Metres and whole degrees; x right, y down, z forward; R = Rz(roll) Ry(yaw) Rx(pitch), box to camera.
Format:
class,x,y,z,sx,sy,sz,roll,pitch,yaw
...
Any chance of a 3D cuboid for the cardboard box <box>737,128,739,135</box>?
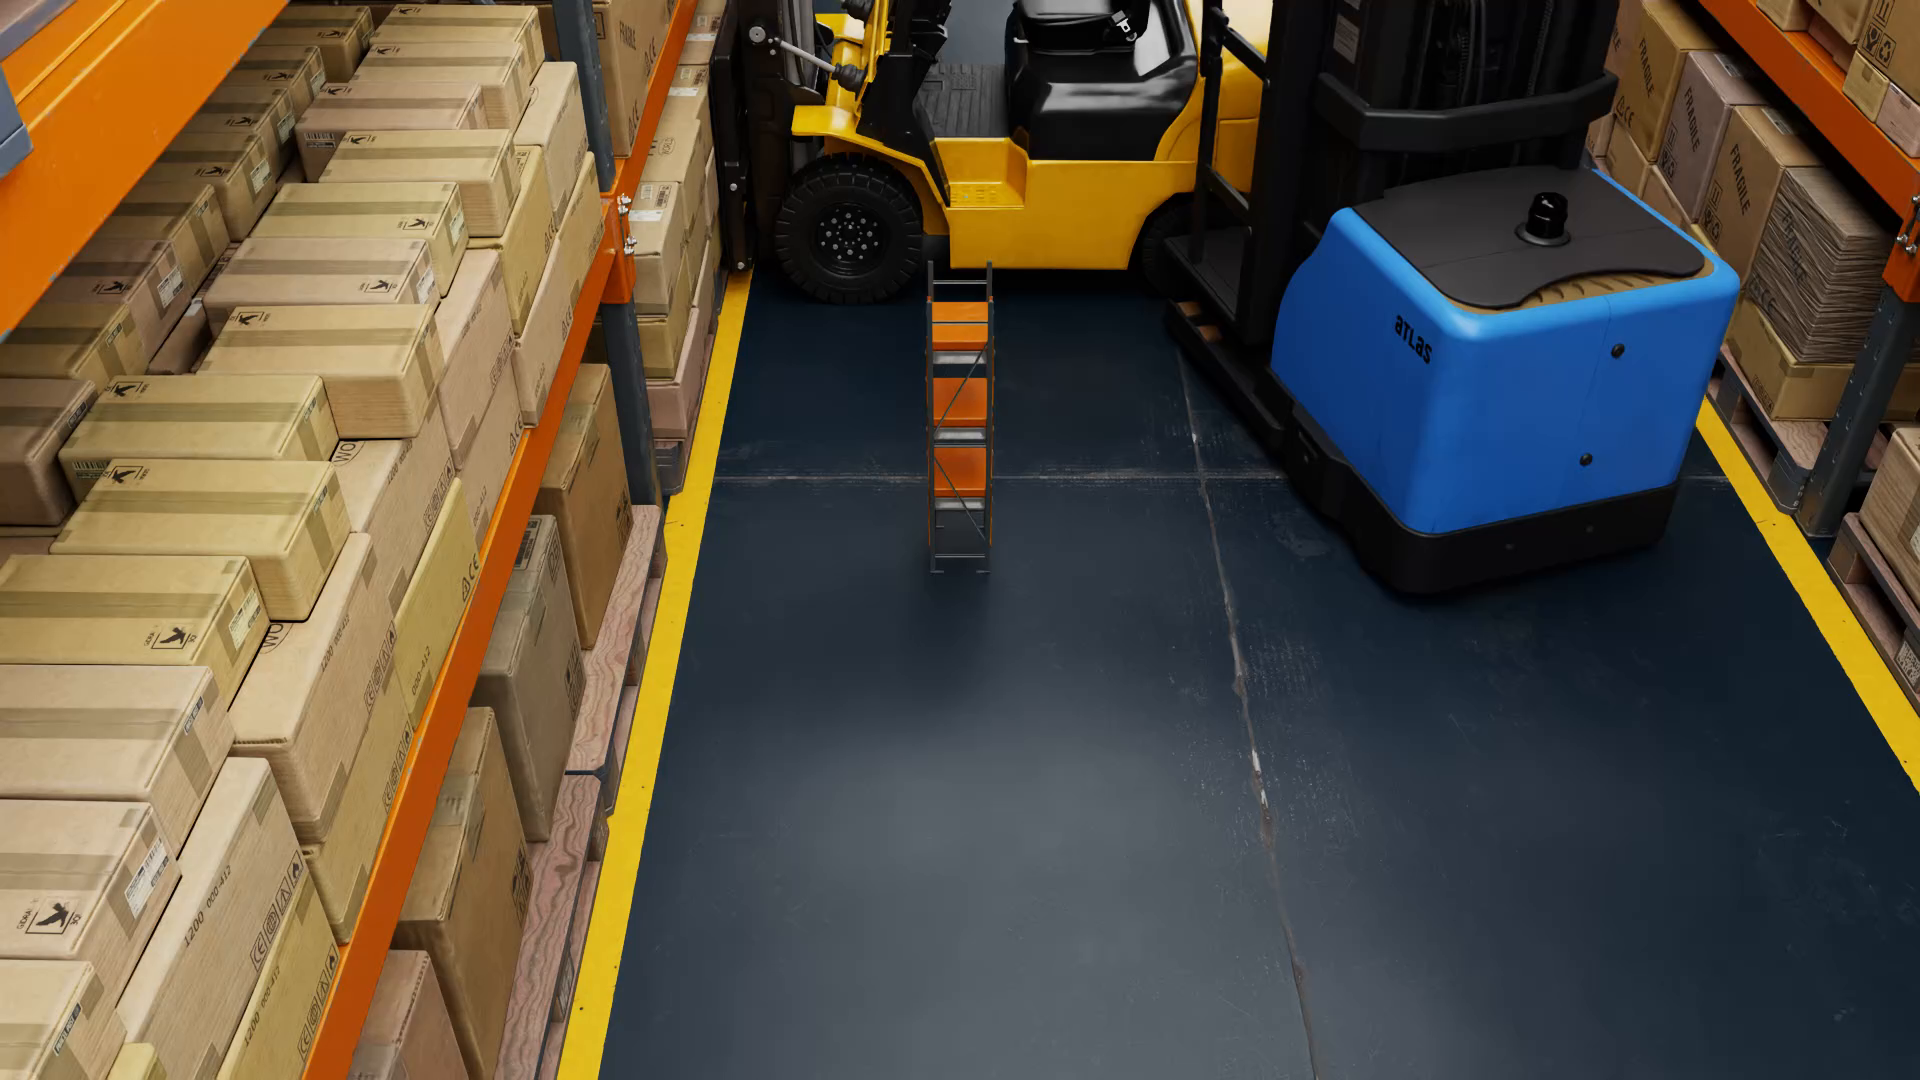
class,x,y,z,sx,sy,sz,roll,pitch,yaw
cardboard box,-1.217,-1.556,7.156,0.500,0.250,0.500,1,39,1

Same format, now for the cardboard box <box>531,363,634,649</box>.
class,x,y,z,sx,sy,sz,roll,pitch,yaw
cardboard box,-1.523,-0.117,5.060,0.875,0.625,0.625,2,39,2

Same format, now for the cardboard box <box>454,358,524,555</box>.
class,x,y,z,sx,sy,sz,roll,pitch,yaw
cardboard box,-1.297,-0.207,3.730,0.500,0.250,0.500,0,39,0

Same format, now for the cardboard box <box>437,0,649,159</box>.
class,x,y,z,sx,sy,sz,roll,pitch,yaw
cardboard box,-1.274,-1.522,5.171,0.500,0.500,0.500,-1,39,-1

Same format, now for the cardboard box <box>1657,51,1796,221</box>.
class,x,y,z,sx,sy,sz,roll,pitch,yaw
cardboard box,3.156,-1.602,6.614,0.500,0.500,0.500,2,39,2

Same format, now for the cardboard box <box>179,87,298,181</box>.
class,x,y,z,sx,sy,sz,roll,pitch,yaw
cardboard box,-1.802,-0.954,3.943,0.380,0.149,0.250,0,39,0

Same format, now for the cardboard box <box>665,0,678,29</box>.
class,x,y,z,sx,sy,sz,roll,pitch,yaw
cardboard box,-1.293,-2.165,5.973,0.500,0.500,0.500,0,39,0

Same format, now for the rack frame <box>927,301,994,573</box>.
class,x,y,z,sx,sy,sz,roll,pitch,yaw
rack frame,0.000,-0.300,5.285,0.200,1.050,0.008,0,39,0

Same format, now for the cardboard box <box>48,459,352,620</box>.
class,x,y,z,sx,sy,sz,roll,pitch,yaw
cardboard box,-1.248,-0.003,2.756,0.380,0.149,0.250,1,39,1

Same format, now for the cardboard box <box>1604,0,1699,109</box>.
class,x,y,z,sx,sy,sz,roll,pitch,yaw
cardboard box,3.154,-2.250,7.422,0.500,0.500,0.500,-1,39,-2

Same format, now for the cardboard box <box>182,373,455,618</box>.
class,x,y,z,sx,sy,sz,roll,pitch,yaw
cardboard box,-1.294,-0.078,3.169,0.500,0.250,0.500,0,39,1

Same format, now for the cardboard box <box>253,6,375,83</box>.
class,x,y,z,sx,sy,sz,roll,pitch,yaw
cardboard box,-1.749,-1.278,4.347,0.380,0.149,0.250,-1,39,-1

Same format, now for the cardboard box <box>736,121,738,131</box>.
class,x,y,z,sx,sy,sz,roll,pitch,yaw
cardboard box,-1.218,-1.740,6.985,0.500,0.250,0.500,0,39,0

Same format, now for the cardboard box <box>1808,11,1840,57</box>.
class,x,y,z,sx,sy,sz,roll,pitch,yaw
cardboard box,3.208,-1.789,5.785,0.380,0.149,0.250,-1,39,-1

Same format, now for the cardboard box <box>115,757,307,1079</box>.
class,x,y,z,sx,sy,sz,roll,pitch,yaw
cardboard box,-1.286,0.568,2.362,0.500,0.250,0.500,1,39,1

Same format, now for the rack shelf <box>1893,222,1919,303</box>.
class,x,y,z,sx,sy,sz,roll,pitch,yaw
rack shelf,3.431,0.320,3.527,1.077,0.370,4.000,0,39,0

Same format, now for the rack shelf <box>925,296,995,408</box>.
class,x,y,z,sx,sy,sz,roll,pitch,yaw
rack shelf,0.000,-0.589,5.209,0.215,0.259,0.240,0,39,0

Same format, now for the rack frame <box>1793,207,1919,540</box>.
class,x,y,z,sx,sy,sz,roll,pitch,yaw
rack frame,3.429,-1.212,4.863,1.000,3.000,0.127,0,39,0

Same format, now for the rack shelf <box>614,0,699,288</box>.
class,x,y,z,sx,sy,sz,roll,pitch,yaw
rack shelf,-1.537,-2.176,6.641,1.077,0.370,4.000,0,39,0

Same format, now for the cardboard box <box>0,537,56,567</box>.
class,x,y,z,sx,sy,sz,roll,pitch,yaw
cardboard box,-1.809,0.245,2.765,0.500,0.250,0.500,0,39,0

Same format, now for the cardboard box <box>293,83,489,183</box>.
class,x,y,z,sx,sy,sz,roll,pitch,yaw
cardboard box,-1.347,-0.970,3.963,0.380,0.149,0.250,0,39,0

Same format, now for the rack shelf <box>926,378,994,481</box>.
class,x,y,z,sx,sy,sz,roll,pitch,yaw
rack shelf,0.000,-0.368,5.387,0.215,0.259,0.240,0,39,0

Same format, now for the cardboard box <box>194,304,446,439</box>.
class,x,y,z,sx,sy,sz,roll,pitch,yaw
cardboard box,-1.204,-0.320,3.151,0.380,0.149,0.250,-1,39,-1

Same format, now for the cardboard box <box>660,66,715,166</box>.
class,x,y,z,sx,sy,sz,roll,pitch,yaw
cardboard box,-1.224,-1.620,6.437,0.500,0.250,0.500,1,39,1

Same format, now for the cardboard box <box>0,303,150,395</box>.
class,x,y,z,sx,sy,sz,roll,pitch,yaw
cardboard box,-1.794,-0.324,3.157,0.380,0.149,0.250,0,39,0

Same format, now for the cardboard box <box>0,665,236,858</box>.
class,x,y,z,sx,sy,sz,roll,pitch,yaw
cardboard box,-1.277,0.313,2.362,0.380,0.149,0.250,0,39,0

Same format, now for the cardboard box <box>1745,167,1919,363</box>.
class,x,y,z,sx,sy,sz,roll,pitch,yaw
cardboard box,3.160,-0.965,5.819,0.500,0.500,0.500,-1,39,-1

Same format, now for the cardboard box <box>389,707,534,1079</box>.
class,x,y,z,sx,sy,sz,roll,pitch,yaw
cardboard box,-1.527,0.839,3.868,0.875,0.625,0.625,-2,39,-2

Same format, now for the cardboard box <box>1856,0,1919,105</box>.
class,x,y,z,sx,sy,sz,roll,pitch,yaw
cardboard box,3.179,-1.644,5.085,0.500,0.500,0.500,-1,39,-1

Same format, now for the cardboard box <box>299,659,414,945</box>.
class,x,y,z,sx,sy,sz,roll,pitch,yaw
cardboard box,-1.290,0.440,2.922,0.500,0.250,0.500,-1,39,-2

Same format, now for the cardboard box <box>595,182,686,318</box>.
class,x,y,z,sx,sy,sz,roll,pitch,yaw
cardboard box,-1.222,-0.989,5.649,0.500,0.250,0.500,-1,39,-1

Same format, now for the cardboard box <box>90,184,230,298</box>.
class,x,y,z,sx,sy,sz,roll,pitch,yaw
cardboard box,-1.806,-0.638,3.549,0.380,0.149,0.250,0,39,0

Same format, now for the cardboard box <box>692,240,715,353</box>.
class,x,y,z,sx,sy,sz,roll,pitch,yaw
cardboard box,-1.221,-0.917,6.358,0.500,0.250,0.500,-1,39,-1

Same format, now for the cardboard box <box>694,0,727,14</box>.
class,x,y,z,sx,sy,sz,roll,pitch,yaw
cardboard box,-1.210,-2.266,7.242,0.500,0.250,0.500,0,39,1

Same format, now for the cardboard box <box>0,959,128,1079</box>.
class,x,y,z,sx,sy,sz,roll,pitch,yaw
cardboard box,-1.238,0.637,1.958,0.380,0.149,0.250,1,39,1

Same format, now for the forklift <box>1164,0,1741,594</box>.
class,x,y,z,sx,sy,sz,roll,pitch,yaw
forklift,1.476,-1.896,5.772,1.130,2.935,3.031,-11,40,-14

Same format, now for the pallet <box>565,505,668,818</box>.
class,x,y,z,sx,sy,sz,roll,pitch,yaw
pallet,-1.495,0.343,5.153,1.003,0.211,1.213,0,39,0

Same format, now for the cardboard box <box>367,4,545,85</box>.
class,x,y,z,sx,sy,sz,roll,pitch,yaw
cardboard box,-1.313,-1.284,4.355,0.380,0.149,0.250,1,39,2

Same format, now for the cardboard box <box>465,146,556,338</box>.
class,x,y,z,sx,sy,sz,roll,pitch,yaw
cardboard box,-1.271,-0.714,3.962,0.500,0.250,0.500,-1,39,-1

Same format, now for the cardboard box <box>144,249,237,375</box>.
class,x,y,z,sx,sy,sz,roll,pitch,yaw
cardboard box,-1.811,-0.389,3.557,0.500,0.250,0.500,-1,39,-1

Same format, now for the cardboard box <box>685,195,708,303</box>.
class,x,y,z,sx,sy,sz,roll,pitch,yaw
cardboard box,-1.229,-1.109,6.199,0.500,0.250,0.500,0,39,0

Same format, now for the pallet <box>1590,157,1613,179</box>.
class,x,y,z,sx,sy,sz,roll,pitch,yaw
pallet,3.388,-1.308,7.214,1.003,0.211,1.213,0,39,0

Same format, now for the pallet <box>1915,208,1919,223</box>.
class,x,y,z,sx,sy,sz,roll,pitch,yaw
pallet,3.284,-0.659,4.327,1.003,0.211,1.213,0,39,0

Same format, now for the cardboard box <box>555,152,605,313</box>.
class,x,y,z,sx,sy,sz,roll,pitch,yaw
cardboard box,-1.273,-0.832,4.510,0.500,0.250,0.500,1,39,1

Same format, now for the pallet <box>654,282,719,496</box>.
class,x,y,z,sx,sy,sz,roll,pitch,yaw
pallet,-1.494,-0.615,6.348,1.003,0.211,1.213,0,39,0

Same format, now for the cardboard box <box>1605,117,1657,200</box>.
class,x,y,z,sx,sy,sz,roll,pitch,yaw
cardboard box,3.155,-1.639,7.259,0.500,0.250,0.500,2,39,3

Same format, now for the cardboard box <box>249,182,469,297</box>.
class,x,y,z,sx,sy,sz,roll,pitch,yaw
cardboard box,-1.276,-0.642,3.553,0.380,0.149,0.250,-1,39,-1

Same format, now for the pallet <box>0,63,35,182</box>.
class,x,y,z,sx,sy,sz,roll,pitch,yaw
pallet,-1.621,-0.225,1.385,1.213,0.211,1.003,2,39,2

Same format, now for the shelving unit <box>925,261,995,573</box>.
class,x,y,z,sx,sy,sz,roll,pitch,yaw
shelving unit,0.000,-0.376,5.380,0.215,1.050,0.252,0,39,0

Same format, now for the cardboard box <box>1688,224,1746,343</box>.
class,x,y,z,sx,sy,sz,roll,pitch,yaw
cardboard box,3.149,-1.005,6.468,0.500,0.250,0.500,-1,39,-1

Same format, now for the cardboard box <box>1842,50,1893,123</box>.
class,x,y,z,sx,sy,sz,roll,pitch,yaw
cardboard box,3.116,-1.470,5.387,0.380,0.149,0.250,1,39,1
